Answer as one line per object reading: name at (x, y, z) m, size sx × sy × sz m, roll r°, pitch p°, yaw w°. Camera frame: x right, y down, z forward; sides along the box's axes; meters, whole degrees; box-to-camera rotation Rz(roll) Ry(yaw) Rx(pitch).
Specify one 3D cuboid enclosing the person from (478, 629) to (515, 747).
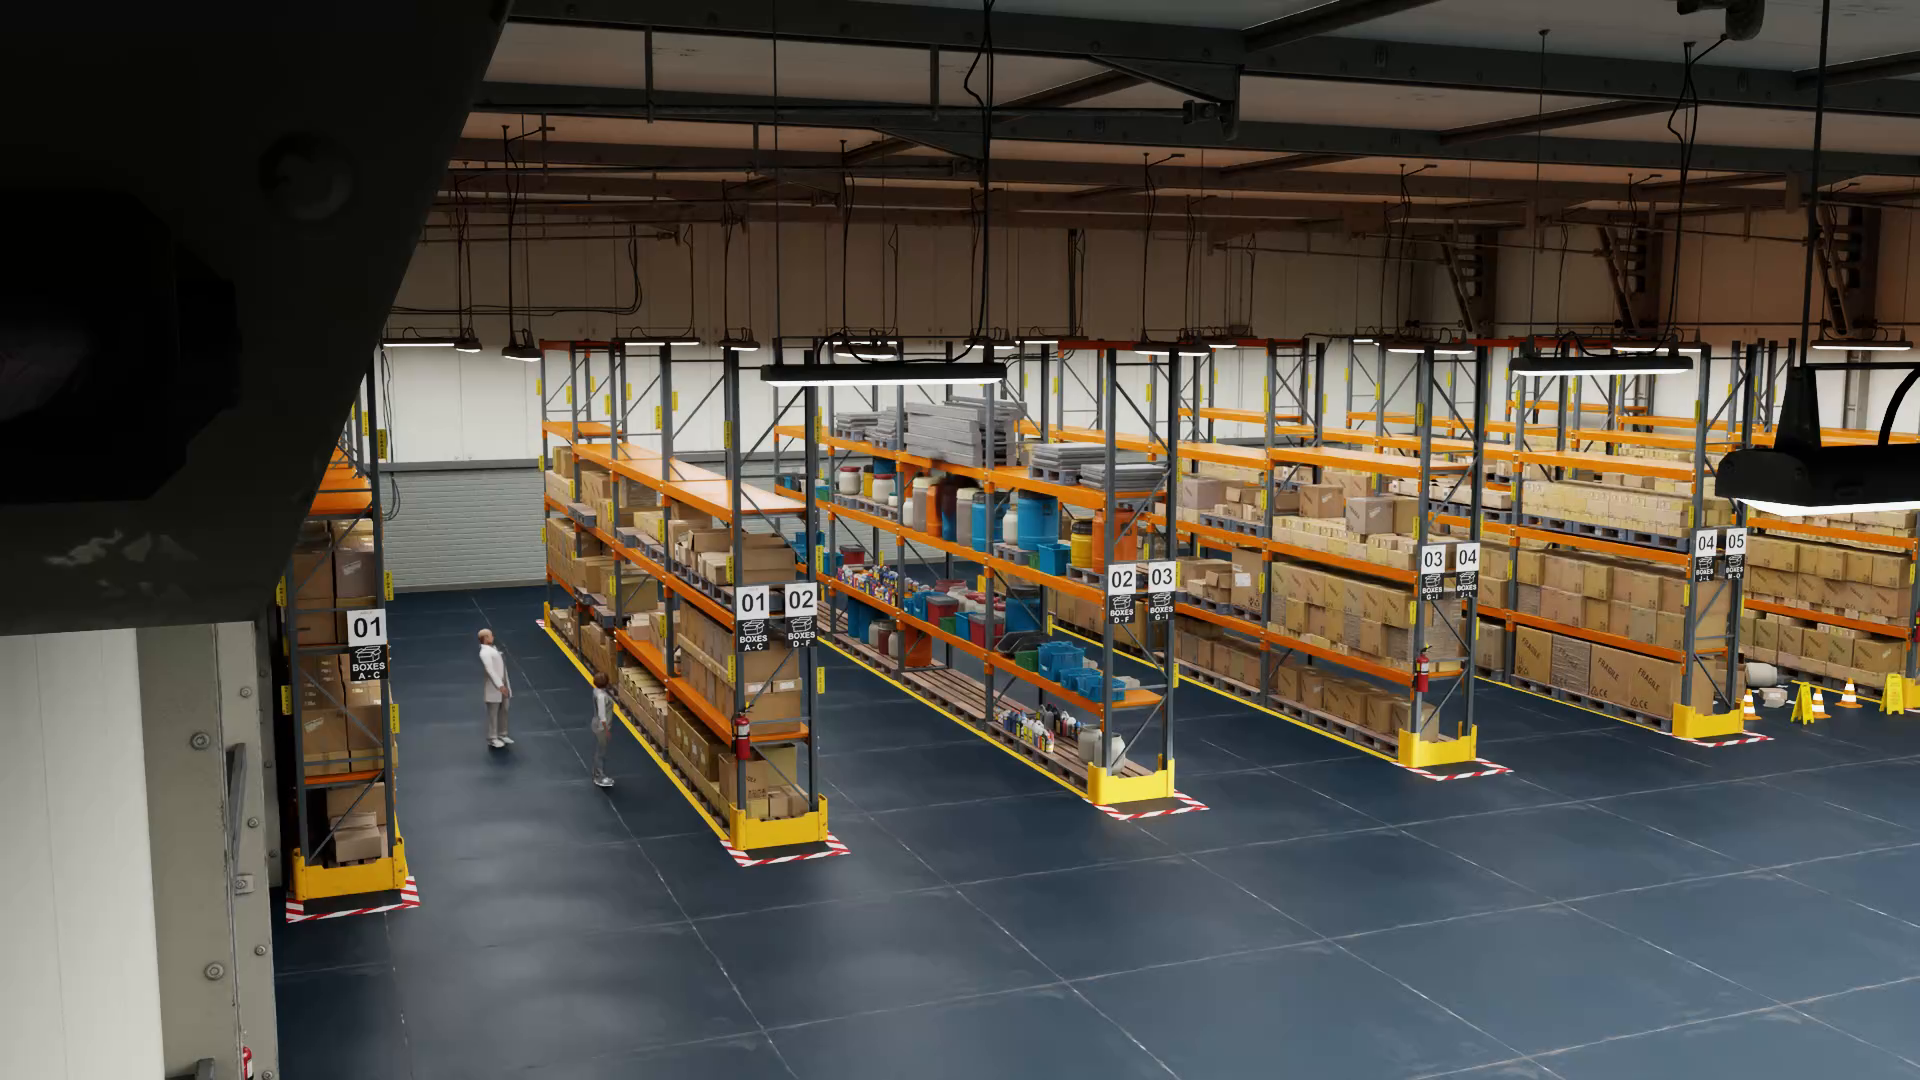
person at (-6.937, 2.232, 25.002) m, size 0.603 × 1.823 × 0.658 m, roll 2°, pitch 8°, yaw 17°

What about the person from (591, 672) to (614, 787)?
person at (-4.906, 2.592, 22.808) m, size 0.349 × 1.587 × 0.470 m, roll -1°, pitch 7°, yaw -5°
